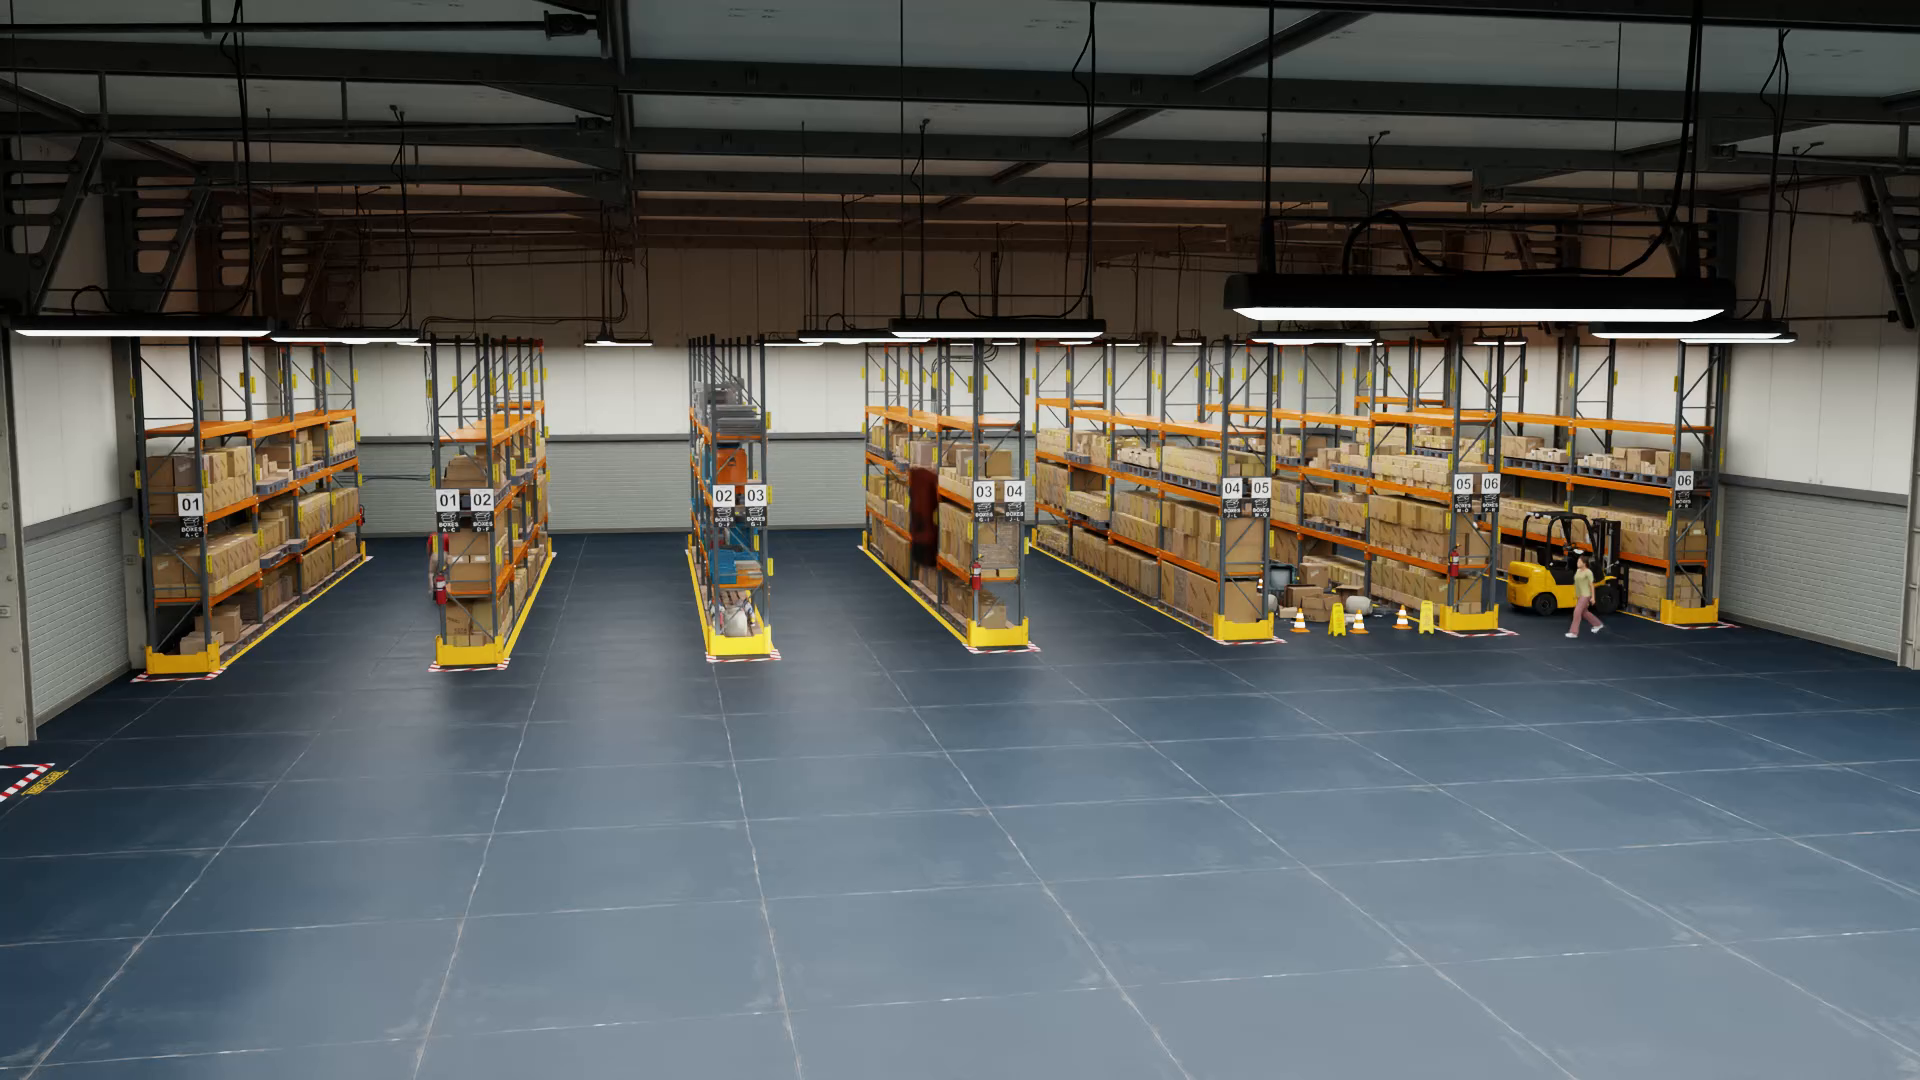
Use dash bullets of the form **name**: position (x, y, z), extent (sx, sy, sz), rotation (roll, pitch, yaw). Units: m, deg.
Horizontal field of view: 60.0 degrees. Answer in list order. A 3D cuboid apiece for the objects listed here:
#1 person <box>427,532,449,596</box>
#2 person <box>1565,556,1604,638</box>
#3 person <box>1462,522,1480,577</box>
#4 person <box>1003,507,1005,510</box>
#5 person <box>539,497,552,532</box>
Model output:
- **person**: position (-12.106, 0.459, 38.670), extent (0.594, 1.695, 0.656), rotation (-1, 7, -8)
- **person**: position (12.451, 1.115, 33.115), extent (0.967, 1.633, 0.466), rotation (-2, 7, -17)
- **person**: position (11.856, 0.488, 38.316), extent (0.532, 1.807, 0.602), rotation (-2, 7, -16)
- **person**: position (1.369, -0.742, 49.414), extent (0.551, 1.694, 0.492), rotation (-1, 7, -6)
- **person**: position (-12.323, -0.744, 48.891), extent (0.576, 1.763, 0.943), rotation (-6, 9, -42)
